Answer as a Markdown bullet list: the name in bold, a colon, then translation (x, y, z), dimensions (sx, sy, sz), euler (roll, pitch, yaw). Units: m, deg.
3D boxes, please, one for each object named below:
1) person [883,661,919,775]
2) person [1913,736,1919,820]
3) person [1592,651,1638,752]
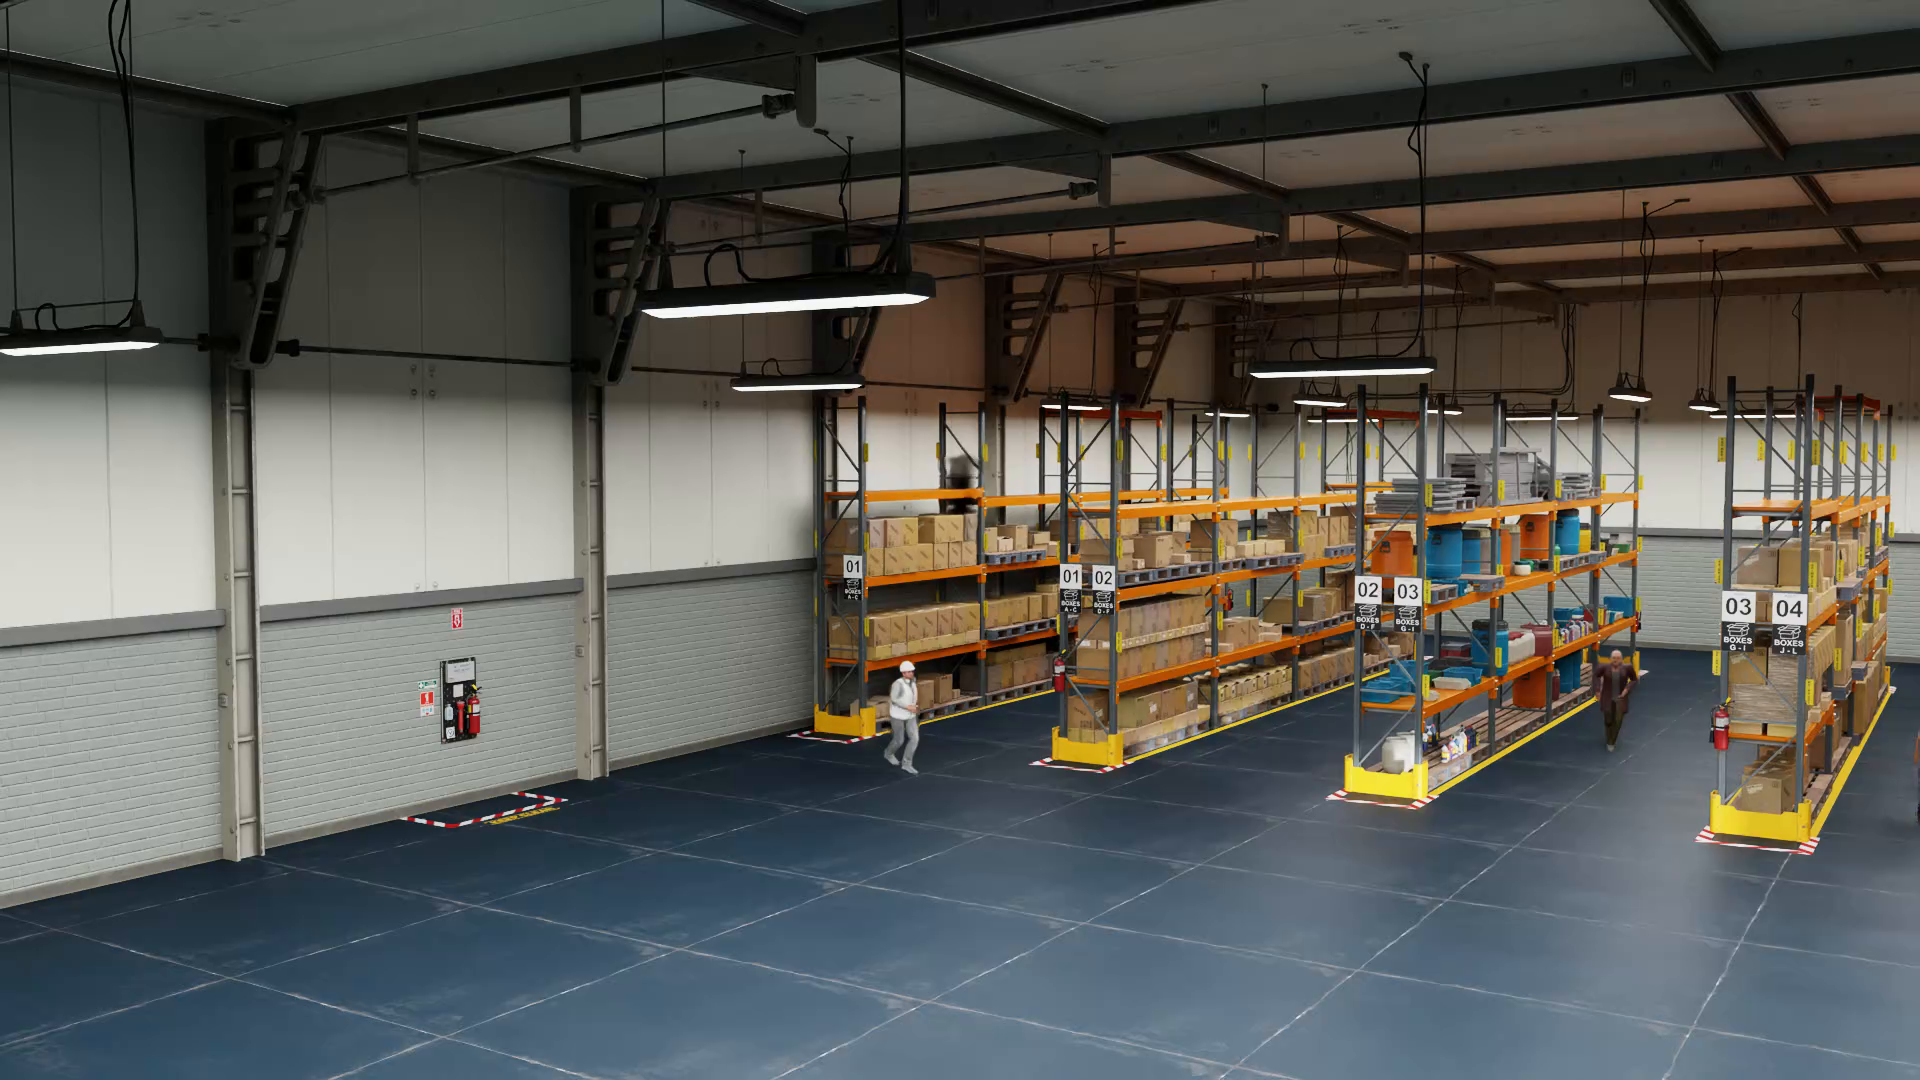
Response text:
- **person**: translation (-0.962, 2.760, 26.084), dimensions (0.617, 1.761, 0.818), euler (-3, 4, -44)
- **person**: translation (13.022, 3.090, 22.089), dimensions (0.574, 1.464, 1.052), euler (1, 3, 16)
- **person**: translation (11.052, 2.694, 28.095), dimensions (0.693, 1.719, 0.812), euler (1, 3, 12)
